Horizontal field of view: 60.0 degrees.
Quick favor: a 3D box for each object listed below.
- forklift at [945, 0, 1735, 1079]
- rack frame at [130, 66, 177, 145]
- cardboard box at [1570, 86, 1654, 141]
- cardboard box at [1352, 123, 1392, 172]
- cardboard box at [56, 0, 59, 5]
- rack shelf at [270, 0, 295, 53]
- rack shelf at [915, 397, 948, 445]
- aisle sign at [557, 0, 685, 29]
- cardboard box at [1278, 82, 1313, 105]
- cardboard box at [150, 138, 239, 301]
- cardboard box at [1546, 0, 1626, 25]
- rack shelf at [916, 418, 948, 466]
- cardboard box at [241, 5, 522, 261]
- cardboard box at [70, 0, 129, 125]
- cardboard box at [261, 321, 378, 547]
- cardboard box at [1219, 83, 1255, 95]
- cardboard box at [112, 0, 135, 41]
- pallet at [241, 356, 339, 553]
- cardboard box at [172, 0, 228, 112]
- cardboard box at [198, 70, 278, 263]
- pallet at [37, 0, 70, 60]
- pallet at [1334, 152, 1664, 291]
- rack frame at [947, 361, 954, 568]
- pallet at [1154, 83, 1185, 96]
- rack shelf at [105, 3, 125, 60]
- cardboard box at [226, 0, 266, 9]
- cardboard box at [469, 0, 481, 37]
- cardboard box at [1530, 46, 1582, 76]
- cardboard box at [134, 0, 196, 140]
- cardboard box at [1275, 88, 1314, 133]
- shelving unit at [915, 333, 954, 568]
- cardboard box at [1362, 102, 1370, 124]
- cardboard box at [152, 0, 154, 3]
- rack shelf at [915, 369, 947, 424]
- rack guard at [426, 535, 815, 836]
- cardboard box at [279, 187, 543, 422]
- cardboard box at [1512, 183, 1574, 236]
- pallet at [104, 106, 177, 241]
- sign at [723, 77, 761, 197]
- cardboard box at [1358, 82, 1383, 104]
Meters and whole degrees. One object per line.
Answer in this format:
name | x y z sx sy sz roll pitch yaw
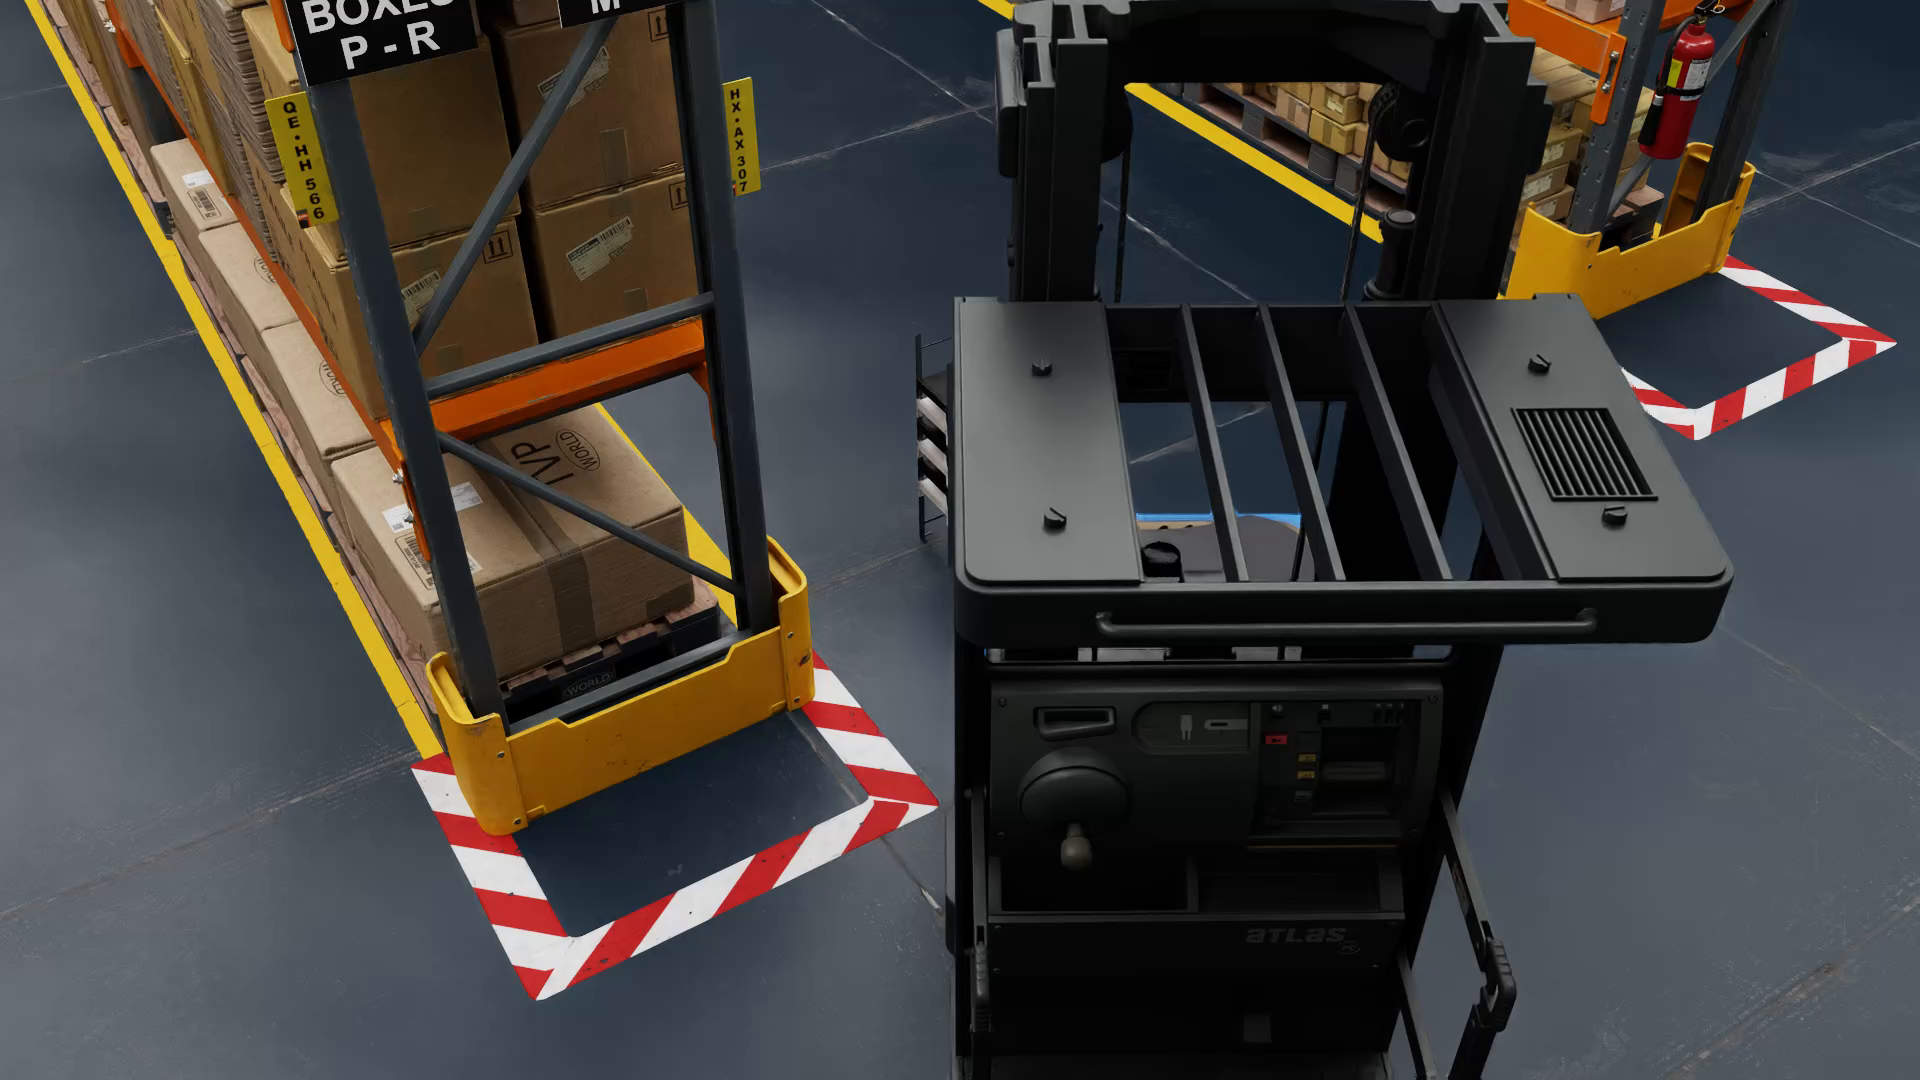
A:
forklift | 0.532 0.561 3.287 1.130 2.935 3.031 0 40 0
rack frame | -3.213 -2.684 7.128 1.000 3.000 0.127 -22 45 -24
cardboard box | 3.061 -1.978 7.715 0.380 0.149 0.250 -24 46 -26
cardboard box | 2.161 -1.967 8.166 0.380 0.149 0.250 -22 44 -24
cardboard box | -5.063 -3.787 9.783 0.875 0.875 0.875 -23 45 -25
rack shelf | -2.138 -2.481 5.103 1.077 0.370 4.000 -22 45 -24
rack shelf | 0.004 -0.454 5.863 0.258 0.077 0.200 -22 45 -24
aisle sign | -0.779 -1.585 3.778 0.394 0.787 0.004 -22 45 -24
cardboard box | 1.840 -2.350 8.394 0.380 0.149 0.250 -20 44 -22
cardboard box | -2.966 -1.485 7.363 0.875 0.438 0.875 -23 45 -25
cardboard box | 2.643 -2.266 6.822 0.380 0.149 0.250 -22 45 -24
rack shelf | 0.004 -0.385 5.920 0.258 0.077 0.200 -22 45 -24
cardboard box | -1.523 -1.126 4.399 0.500 0.500 0.500 -21 44 -23
cardboard box | -4.107 -2.821 8.624 0.875 0.875 0.875 -21 44 -23
cardboard box | -2.001 -0.515 6.198 0.875 0.438 0.875 -21 44 -23
cardboard box | 1.563 -2.515 8.824 0.380 0.149 0.250 -23 45 -26
cardboard box | -3.182 -2.379 6.684 0.500 0.500 0.500 -21 44 -23
pallet | -2.210 -0.516 6.705 1.003 0.211 1.213 -22 45 -24
cardboard box | -2.092 -1.666 5.047 0.500 0.500 0.500 -22 45 -25
cardboard box | -2.087 -1.283 5.369 0.500 0.500 0.500 -21 44 -23
pallet | -5.004 -3.320 10.070 1.003 0.211 1.213 -22 45 -24
pallet | 2.609 -1.704 8.130 1.003 0.211 1.213 -22 45 -24
rack frame | 0.059 -0.286 5.891 0.240 0.900 0.006 -22 45 -24
pallet | 1.297 -3.021 9.711 1.003 0.211 1.213 -22 45 -24
rack shelf | -4.289 -3.487 8.654 1.077 0.370 4.000 -22 45 -24
cardboard box | -1.791 -1.561 4.414 0.380 0.149 0.250 -23 45 -25
cardboard box | -1.424 -1.322 4.127 0.380 0.149 0.250 -22 44 -24
cardboard box | 2.784 -2.265 8.060 0.380 0.149 0.250 -22 45 -25
cardboard box | -2.653 -1.835 6.031 0.500 0.500 0.500 -22 45 -24
cardboard box | 1.841 -2.238 8.491 0.380 0.149 0.250 -21 44 -24
shelving unit | 0.004 -0.341 5.957 0.258 0.900 0.210 -22 45 -24
cardboard box | 2.194 -2.111 8.107 0.380 0.149 0.250 -23 45 -25
cardboard box | -2.629 -2.211 5.701 0.500 0.500 0.500 -21 44 -24
rack shelf | 0.004 -0.523 5.805 0.258 0.077 0.200 -22 45 -24
rack guard | -1.050 0.448 5.322 1.175 0.500 0.348 -22 45 -24
cardboard box | -1.545 -0.733 4.708 0.500 0.500 0.500 -22 45 -24
cardboard box | 2.598 -1.562 7.680 0.380 0.149 0.250 -21 44 -24
pallet | -3.692 -2.003 8.489 1.003 0.211 1.213 -22 45 -24
sign | -0.591 -1.076 4.460 0.100 0.325 0.005 -22 45 -24
cardboard box | 2.139 -2.190 7.969 0.380 0.149 0.250 -24 45 -26
